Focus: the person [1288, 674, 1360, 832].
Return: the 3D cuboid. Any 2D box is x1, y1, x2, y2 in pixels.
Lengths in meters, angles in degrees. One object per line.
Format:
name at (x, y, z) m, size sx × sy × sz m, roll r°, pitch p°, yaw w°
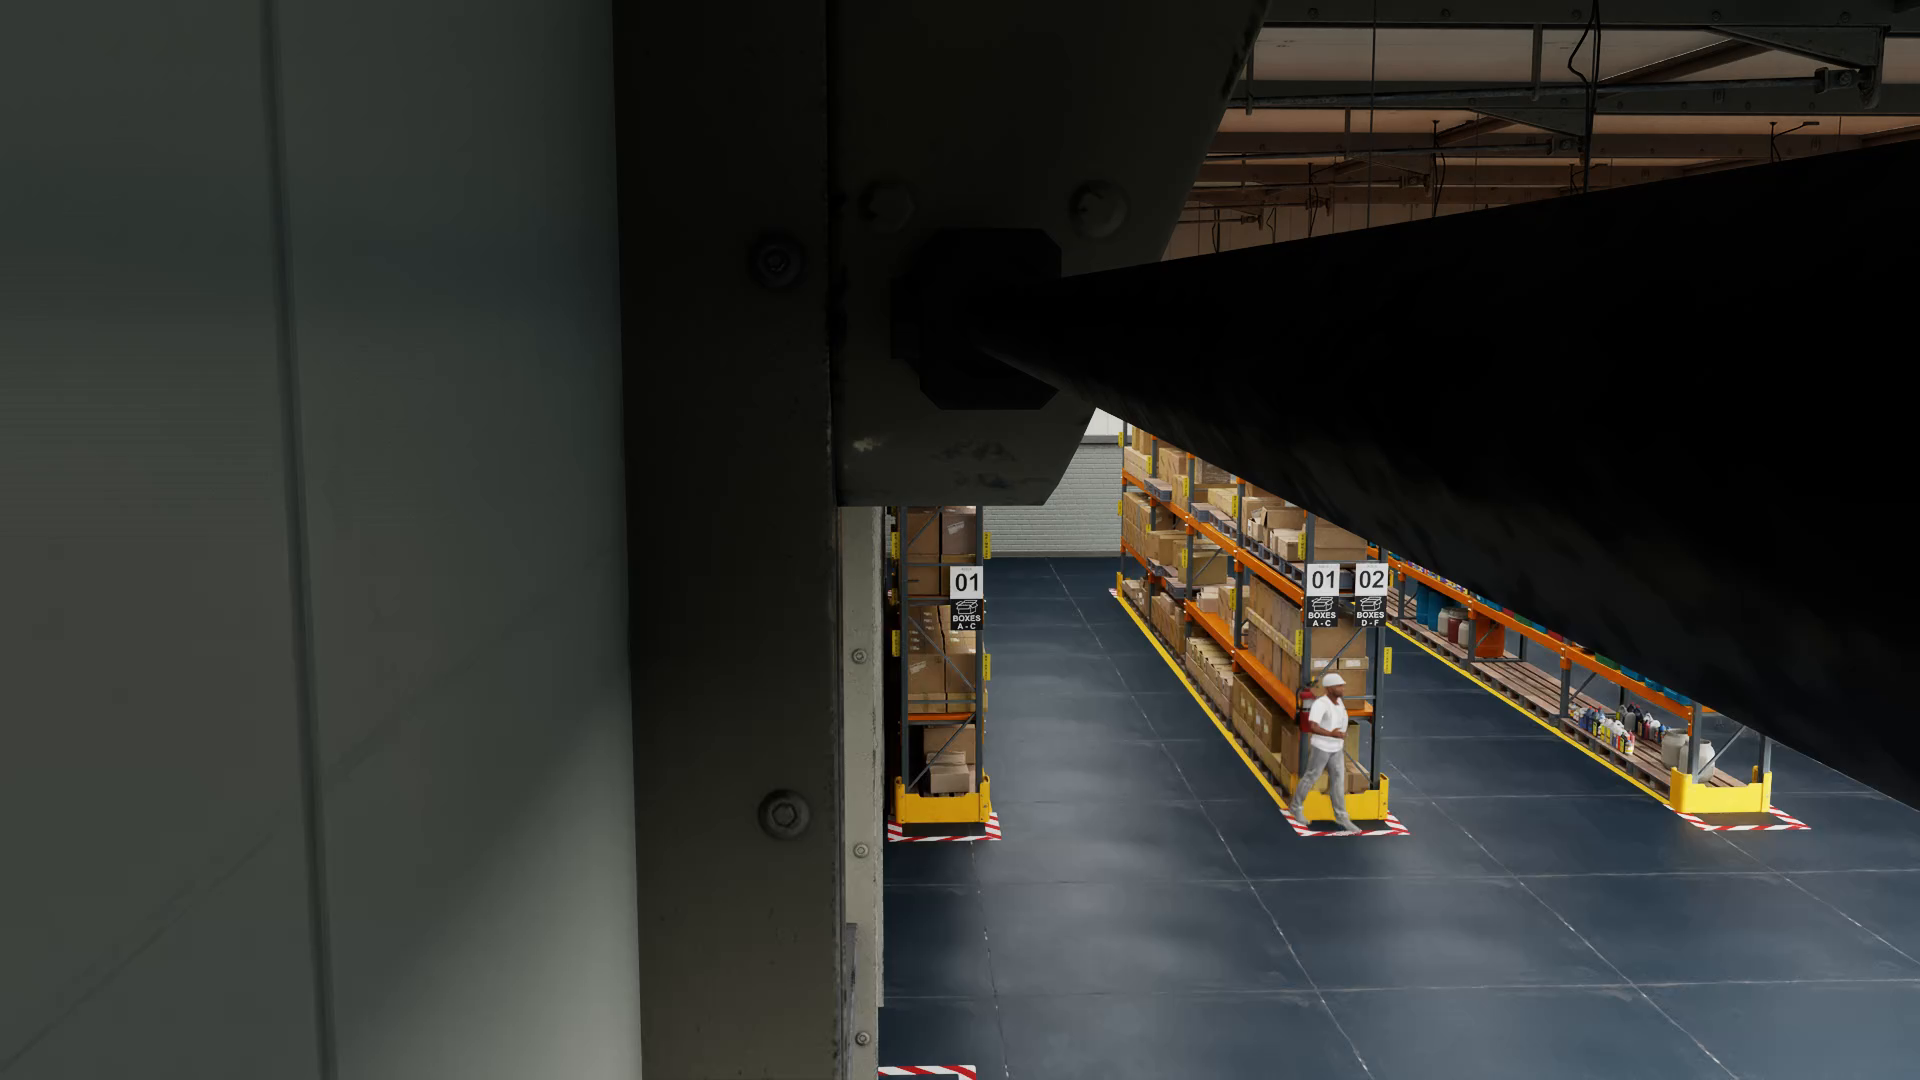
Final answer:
person at (4.321, 2.447, 19.377) m, size 0.817 × 1.802 × 0.738 m, roll 7°, pitch 11°, yaw 42°
